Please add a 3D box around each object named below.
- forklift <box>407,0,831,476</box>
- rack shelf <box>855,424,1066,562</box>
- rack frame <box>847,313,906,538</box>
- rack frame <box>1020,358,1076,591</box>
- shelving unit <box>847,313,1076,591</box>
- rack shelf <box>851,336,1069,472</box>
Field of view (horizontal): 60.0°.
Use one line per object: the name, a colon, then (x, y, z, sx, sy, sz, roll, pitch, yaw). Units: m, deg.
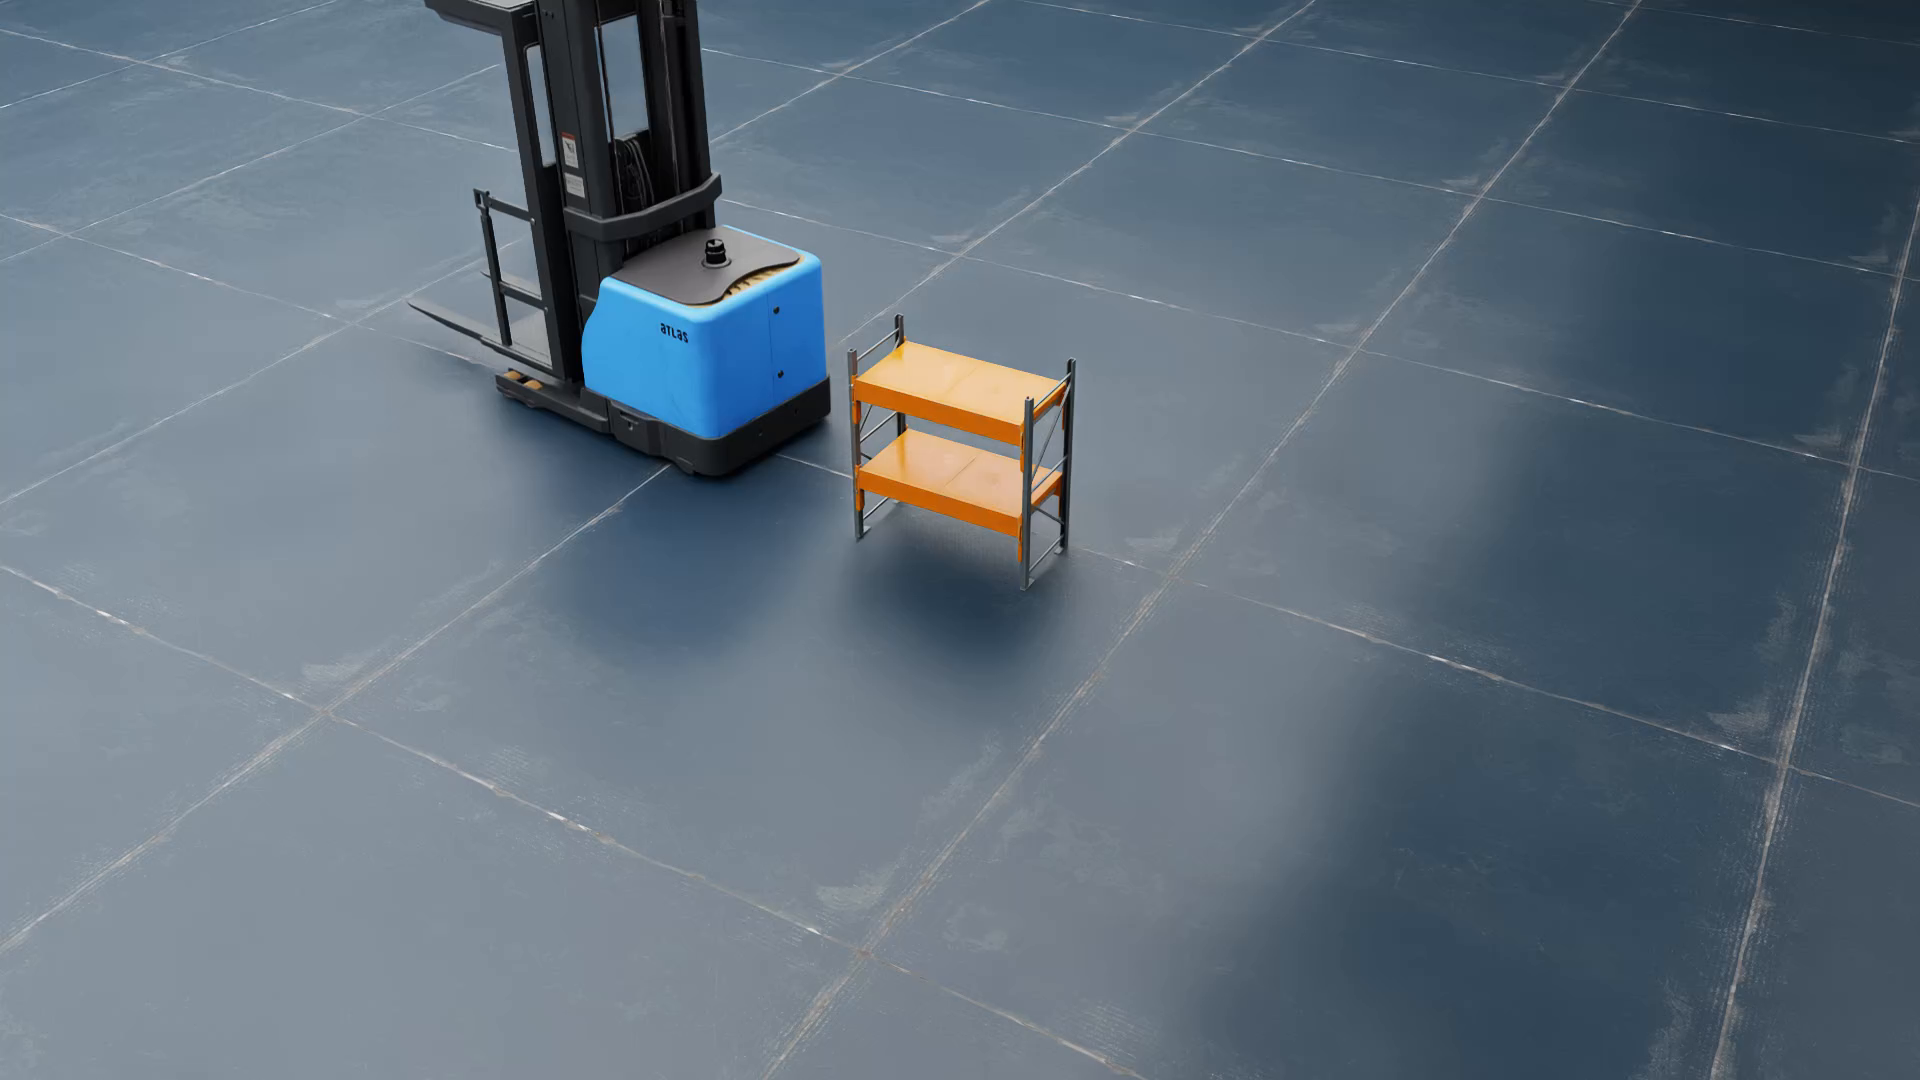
forklift: (-2.256, -2.242, 9.744, 3.031, 2.935, 1.130, 23, 40, 31)
rack shelf: (0.006, -0.263, 8.842, 1.000, 0.278, 0.538, 18, 37, 24)
rack frame: (-0.435, -0.606, 8.916, 0.032, 1.125, 0.500, 18, 37, 24)
rack frame: (0.447, -0.327, 8.496, 0.032, 1.125, 0.500, 18, 37, 24)
shelving unit: (0.006, -0.466, 8.706, 1.048, 1.125, 0.538, 18, 37, 24)
rack shelf: (0.006, -0.710, 8.544, 1.000, 0.278, 0.538, 18, 37, 24)
